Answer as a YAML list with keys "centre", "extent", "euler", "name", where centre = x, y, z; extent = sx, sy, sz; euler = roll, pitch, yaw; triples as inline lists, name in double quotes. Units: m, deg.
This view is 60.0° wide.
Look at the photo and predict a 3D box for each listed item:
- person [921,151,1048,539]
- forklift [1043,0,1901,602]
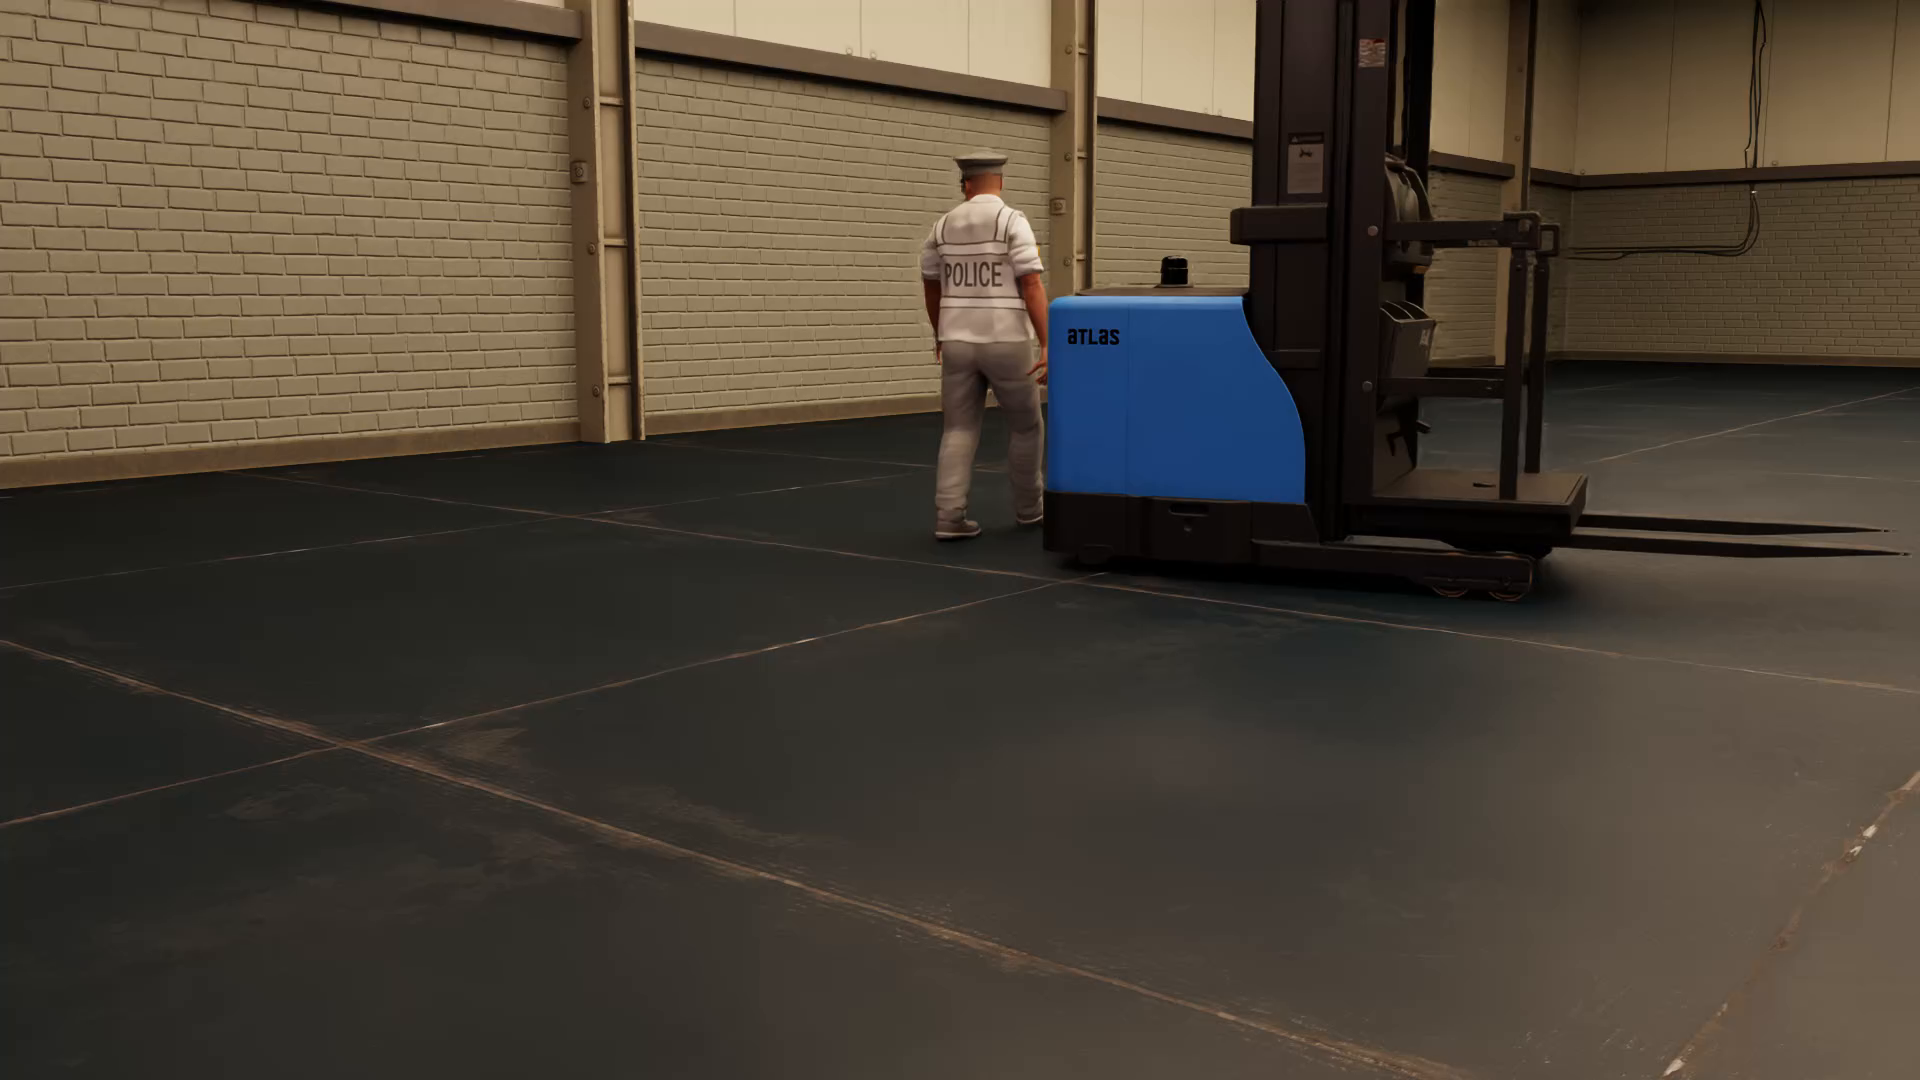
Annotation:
- centre: [0.180, -0.886, 7.564]
  extent: [0.724, 1.714, 0.830]
  euler: [4, 9, 26]
  name: "person"
- centre: [1.897, -1.318, 6.290]
  extent: [3.031, 2.935, 1.130]
  euler: [4, 9, 23]
  name: "forklift"
